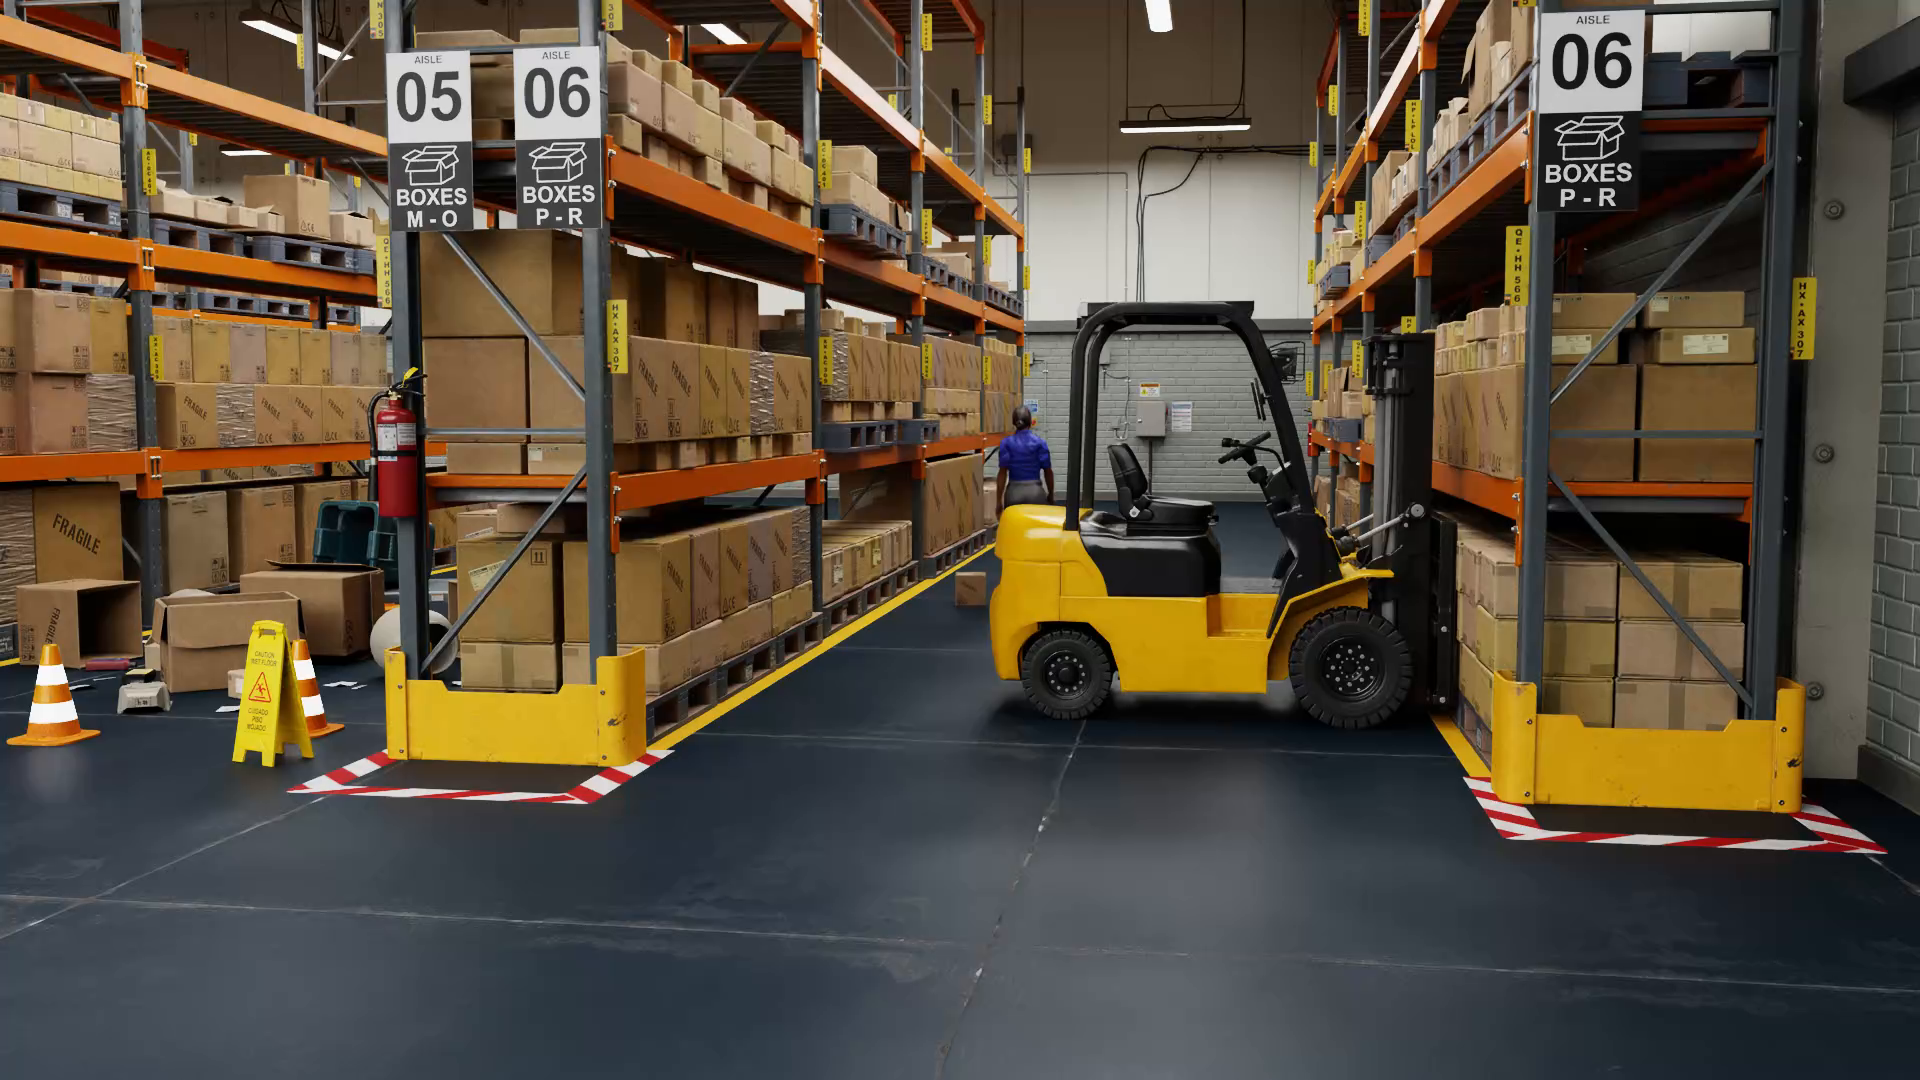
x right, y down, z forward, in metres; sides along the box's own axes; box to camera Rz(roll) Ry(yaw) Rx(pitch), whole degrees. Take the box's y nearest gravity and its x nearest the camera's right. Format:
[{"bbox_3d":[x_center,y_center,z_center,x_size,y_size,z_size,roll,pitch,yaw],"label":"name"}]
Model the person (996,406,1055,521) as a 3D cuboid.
[{"bbox_3d":[0.573,-0.363,14.383,0.475,1.595,0.988,1,5,11],"label":"person"}]
